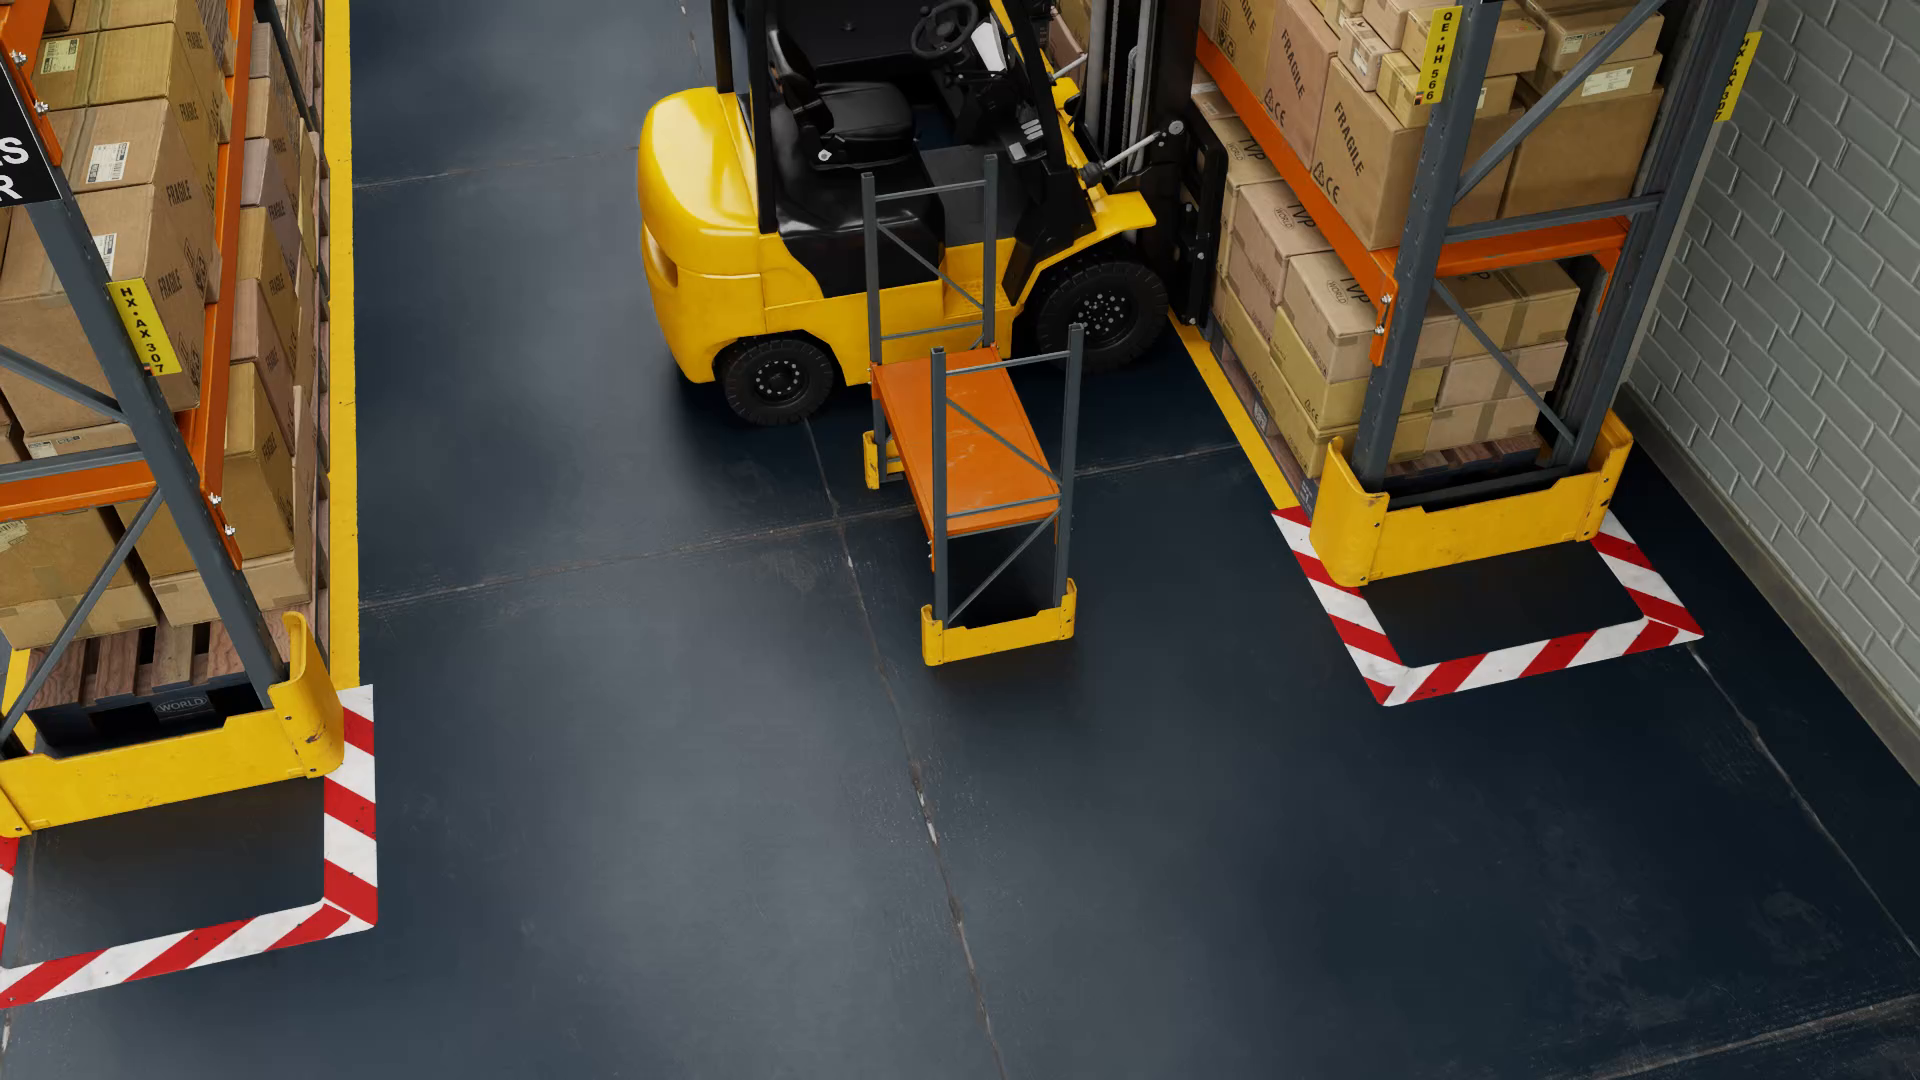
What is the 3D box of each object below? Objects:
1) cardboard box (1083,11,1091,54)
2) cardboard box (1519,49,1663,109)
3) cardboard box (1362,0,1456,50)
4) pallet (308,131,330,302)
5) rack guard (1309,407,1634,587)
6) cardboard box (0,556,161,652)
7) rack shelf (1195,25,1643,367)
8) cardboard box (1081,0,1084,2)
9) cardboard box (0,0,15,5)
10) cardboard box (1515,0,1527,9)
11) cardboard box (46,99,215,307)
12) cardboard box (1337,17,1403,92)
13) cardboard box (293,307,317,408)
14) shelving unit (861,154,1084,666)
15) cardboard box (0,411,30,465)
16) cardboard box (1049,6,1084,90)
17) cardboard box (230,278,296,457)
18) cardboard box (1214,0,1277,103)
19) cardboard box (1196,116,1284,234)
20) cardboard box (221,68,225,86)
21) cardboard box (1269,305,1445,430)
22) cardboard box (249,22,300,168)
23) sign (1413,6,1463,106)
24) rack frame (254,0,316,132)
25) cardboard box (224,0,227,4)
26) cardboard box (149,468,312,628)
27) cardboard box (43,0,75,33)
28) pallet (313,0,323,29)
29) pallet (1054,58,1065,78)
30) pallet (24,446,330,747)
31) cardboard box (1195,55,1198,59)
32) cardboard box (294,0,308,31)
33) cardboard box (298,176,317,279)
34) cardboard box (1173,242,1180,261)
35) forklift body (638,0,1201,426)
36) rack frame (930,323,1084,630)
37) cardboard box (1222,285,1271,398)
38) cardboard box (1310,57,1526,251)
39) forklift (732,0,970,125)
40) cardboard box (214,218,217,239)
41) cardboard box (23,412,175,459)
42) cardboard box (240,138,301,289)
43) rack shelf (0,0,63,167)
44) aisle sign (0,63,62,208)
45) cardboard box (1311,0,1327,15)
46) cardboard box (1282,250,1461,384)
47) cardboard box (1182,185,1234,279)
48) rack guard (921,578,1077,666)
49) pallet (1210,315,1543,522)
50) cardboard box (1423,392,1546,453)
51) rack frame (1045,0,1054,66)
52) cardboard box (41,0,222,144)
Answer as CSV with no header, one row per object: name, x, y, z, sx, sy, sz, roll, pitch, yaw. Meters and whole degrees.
cardboard box,0.939,-2.478,8.359,0.500,0.250,0.500,-11,47,-11
cardboard box,2.170,-1.638,5.731,0.380,0.149,0.250,-12,47,-11
cardboard box,1.618,-1.834,5.715,0.380,0.149,0.250,-11,47,-10
pallet,-3.609,-1.513,8.085,1.003,0.211,1.213,-11,47,-10
rack guard,2.012,-0.203,6.599,1.175,0.500,0.348,-11,47,-10
cardboard box,-3.264,0.106,6.177,0.500,0.250,0.500,-11,47,-11
rack shelf,1.494,-2.223,7.332,1.077,0.370,4.000,-11,47,-10
cardboard box,0.803,-2.999,8.520,0.500,0.250,0.500,-11,47,-11
cardboard box,-2.562,-1.435,4.131,0.380,0.149,0.250,-11,47,-10
cardboard box,2.119,-1.926,5.805,0.380,0.149,0.250,-9,46,-9
cardboard box,-2.780,-1.058,5.408,0.500,0.500,0.500,-9,46,-9
cardboard box,1.553,-1.716,5.807,0.380,0.149,0.250,-10,46,-10
cardboard box,-3.006,-0.704,6.971,0.500,0.250,0.500,-8,46,-8
shelving unit,0.020,-0.472,6.163,0.587,1.500,1.083,-11,47,-10
cardboard box,-3.094,-0.315,5.135,0.380,0.149,0.250,-9,46,-9
cardboard box,0.786,-2.646,8.874,0.500,0.250,0.500,-10,46,-10
cardboard box,-2.875,-0.615,6.359,0.500,0.500,0.500,-12,47,-12
cardboard box,1.371,-2.135,6.672,0.500,0.500,0.500,-12,47,-11
cardboard box,1.312,-1.588,7.137,0.500,0.250,0.500,-10,46,-10
cardboard box,-3.138,-1.809,6.598,0.380,0.149,0.250,-11,47,-11
cardboard box,1.579,-0.733,6.649,0.500,0.250,0.500,-11,47,-11
cardboard box,-3.404,-2.034,7.749,0.500,0.500,0.500,-11,47,-11
sign,1.478,-1.493,5.136,0.100,0.325,0.005,-11,47,-10
rack frame,-3.815,-2.946,7.537,1.000,3.000,0.127,-11,47,-10
cardboard box,-3.322,-2.470,6.792,0.500,0.500,0.500,-9,46,-9
cardboard box,-2.730,0.024,6.258,0.500,0.250,0.500,-11,47,-11
cardboard box,-3.479,-2.040,5.671,0.700,0.500,0.500,-11,47,-11
pallet,-4.332,-3.351,9.886,1.003,0.211,1.213,-11,47,-10
pallet,1.145,-2.323,8.879,1.003,0.211,1.213,-11,47,-10
pallet,-2.984,0.172,6.434,1.003,0.211,1.213,-11,47,-10
cardboard box,1.062,-2.303,7.838,0.500,0.250,0.500,-9,46,-9
cardboard box,-4.139,-3.030,9.166,0.950,0.372,0.625,-8,46,-8
cardboard box,-3.258,-1.406,7.658,0.500,0.250,0.500,-12,47,-11
cardboard box,1.188,-1.592,7.841,0.500,0.250,0.500,-9,46,-9
forklift body,-0.243,-1.773,6.982,2.313,2.155,1.214,-11,47,-10
rack frame,0.152,-0.115,5.813,0.500,1.500,0.032,-11,47,-10
cardboard box,1.462,-0.891,7.154,0.500,0.250,0.500,-11,47,-10
cardboard box,1.626,-1.421,5.972,0.500,0.500,0.500,-12,47,-11
forklift,-0.538,-3.643,8.268,1.130,2.935,3.031,-12,47,-12
cardboard box,-2.865,-1.094,5.898,0.380,0.149,0.250,-10,46,-9
cardboard box,-2.678,-0.369,5.187,0.380,0.149,0.250,-11,47,-10
cardboard box,-3.141,-1.331,7.060,0.500,0.500,0.500,-8,46,-8
rack shelf,-3.303,-2.363,5.369,1.077,0.370,4.000,-11,47,-10
aisle sign,-2.476,-1.108,3.915,0.394,0.787,0.004,-11,47,-10
cardboard box,1.493,-2.079,6.163,0.380,0.149,0.250,-11,47,-11
cardboard box,1.587,-0.890,6.453,0.500,0.250,0.500,-9,46,-9
cardboard box,1.309,-1.434,7.336,0.500,0.250,0.500,-12,47,-11
rack guard,0.147,0.309,6.272,0.587,0.250,0.087,-11,47,-10
pallet,1.770,-0.639,7.228,1.003,0.211,1.213,-11,47,-10
cardboard box,2.070,-0.654,6.922,0.500,0.250,0.500,-11,47,-10
rack frame,0.982,-3.856,8.429,1.000,3.000,0.127,-11,47,-10
cardboard box,-3.050,-1.759,6.096,0.500,0.500,0.500,-12,47,-11
